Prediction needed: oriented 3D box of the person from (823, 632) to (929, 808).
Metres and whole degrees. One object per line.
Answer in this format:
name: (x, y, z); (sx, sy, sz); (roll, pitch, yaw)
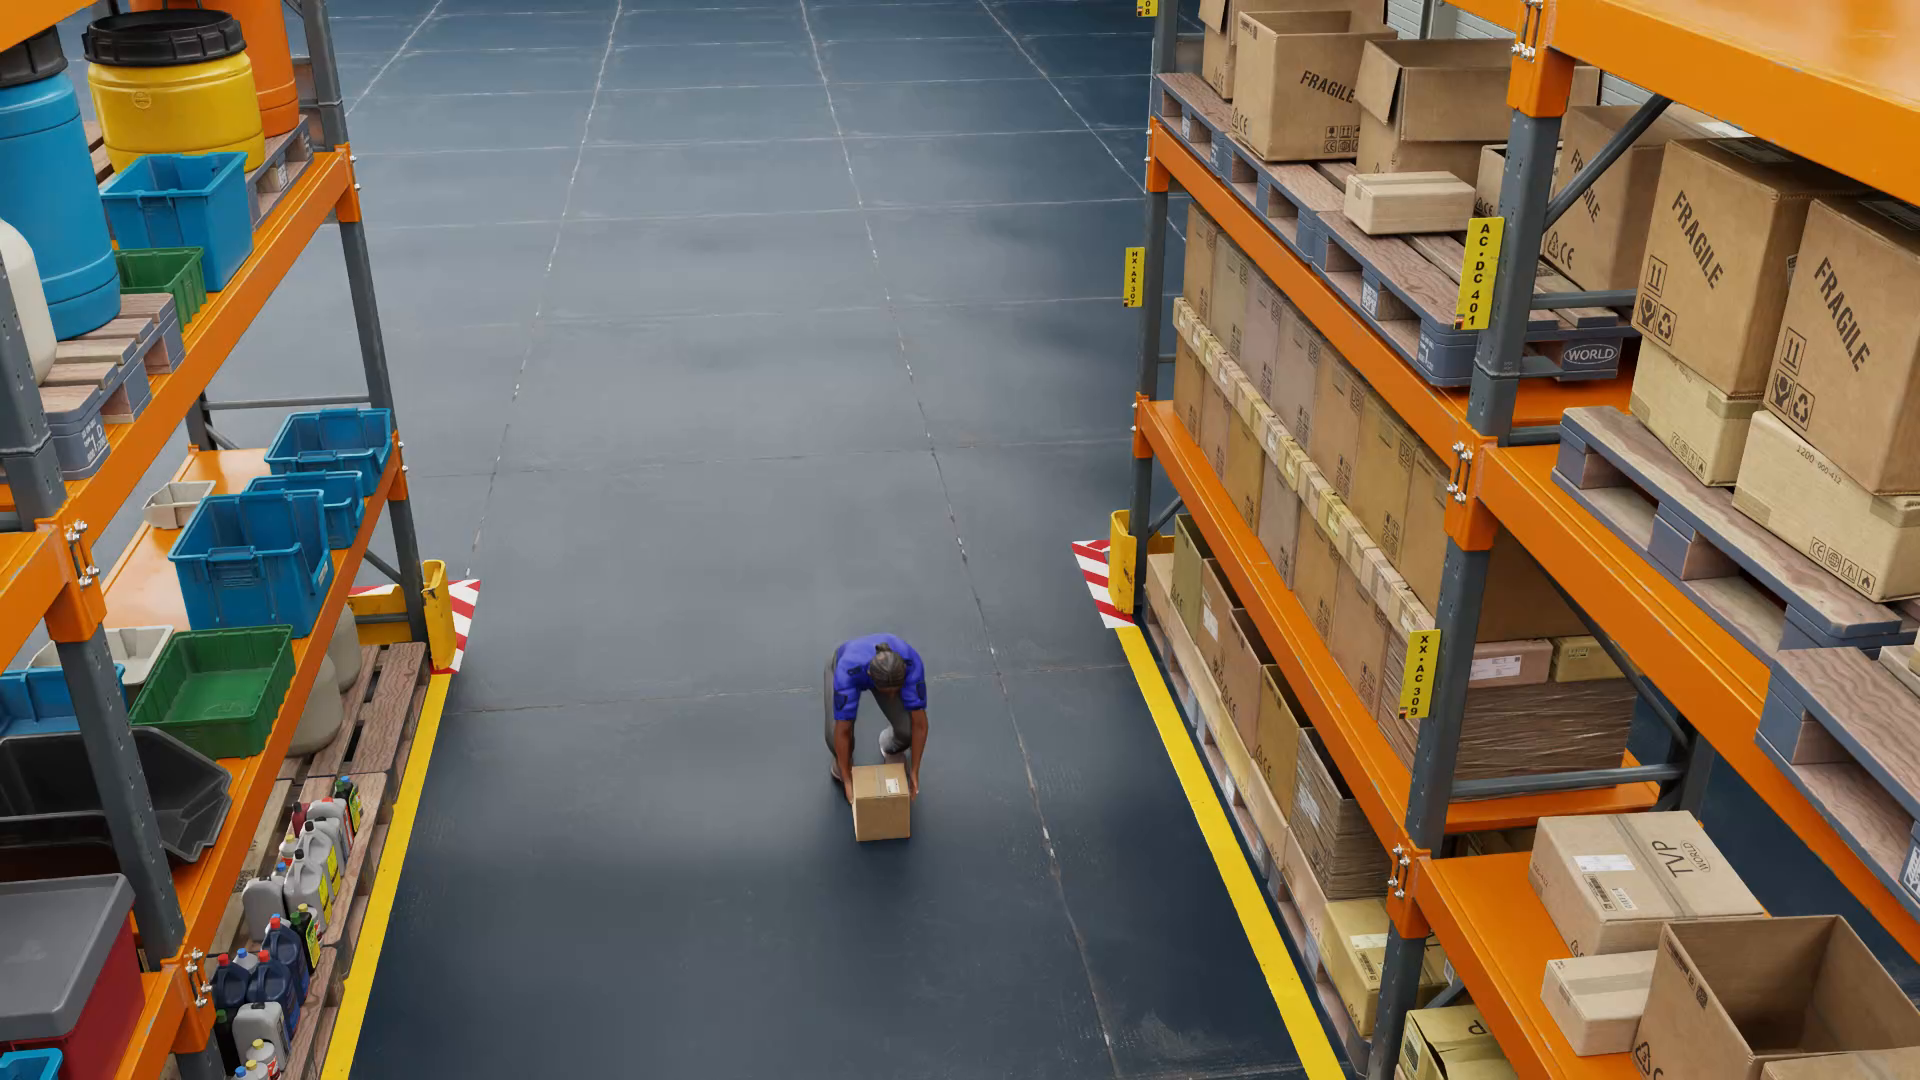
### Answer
person: (-0.414, 0.780, 7.956); (0.484, 0.893, 0.812); (-4, 28, -7)
